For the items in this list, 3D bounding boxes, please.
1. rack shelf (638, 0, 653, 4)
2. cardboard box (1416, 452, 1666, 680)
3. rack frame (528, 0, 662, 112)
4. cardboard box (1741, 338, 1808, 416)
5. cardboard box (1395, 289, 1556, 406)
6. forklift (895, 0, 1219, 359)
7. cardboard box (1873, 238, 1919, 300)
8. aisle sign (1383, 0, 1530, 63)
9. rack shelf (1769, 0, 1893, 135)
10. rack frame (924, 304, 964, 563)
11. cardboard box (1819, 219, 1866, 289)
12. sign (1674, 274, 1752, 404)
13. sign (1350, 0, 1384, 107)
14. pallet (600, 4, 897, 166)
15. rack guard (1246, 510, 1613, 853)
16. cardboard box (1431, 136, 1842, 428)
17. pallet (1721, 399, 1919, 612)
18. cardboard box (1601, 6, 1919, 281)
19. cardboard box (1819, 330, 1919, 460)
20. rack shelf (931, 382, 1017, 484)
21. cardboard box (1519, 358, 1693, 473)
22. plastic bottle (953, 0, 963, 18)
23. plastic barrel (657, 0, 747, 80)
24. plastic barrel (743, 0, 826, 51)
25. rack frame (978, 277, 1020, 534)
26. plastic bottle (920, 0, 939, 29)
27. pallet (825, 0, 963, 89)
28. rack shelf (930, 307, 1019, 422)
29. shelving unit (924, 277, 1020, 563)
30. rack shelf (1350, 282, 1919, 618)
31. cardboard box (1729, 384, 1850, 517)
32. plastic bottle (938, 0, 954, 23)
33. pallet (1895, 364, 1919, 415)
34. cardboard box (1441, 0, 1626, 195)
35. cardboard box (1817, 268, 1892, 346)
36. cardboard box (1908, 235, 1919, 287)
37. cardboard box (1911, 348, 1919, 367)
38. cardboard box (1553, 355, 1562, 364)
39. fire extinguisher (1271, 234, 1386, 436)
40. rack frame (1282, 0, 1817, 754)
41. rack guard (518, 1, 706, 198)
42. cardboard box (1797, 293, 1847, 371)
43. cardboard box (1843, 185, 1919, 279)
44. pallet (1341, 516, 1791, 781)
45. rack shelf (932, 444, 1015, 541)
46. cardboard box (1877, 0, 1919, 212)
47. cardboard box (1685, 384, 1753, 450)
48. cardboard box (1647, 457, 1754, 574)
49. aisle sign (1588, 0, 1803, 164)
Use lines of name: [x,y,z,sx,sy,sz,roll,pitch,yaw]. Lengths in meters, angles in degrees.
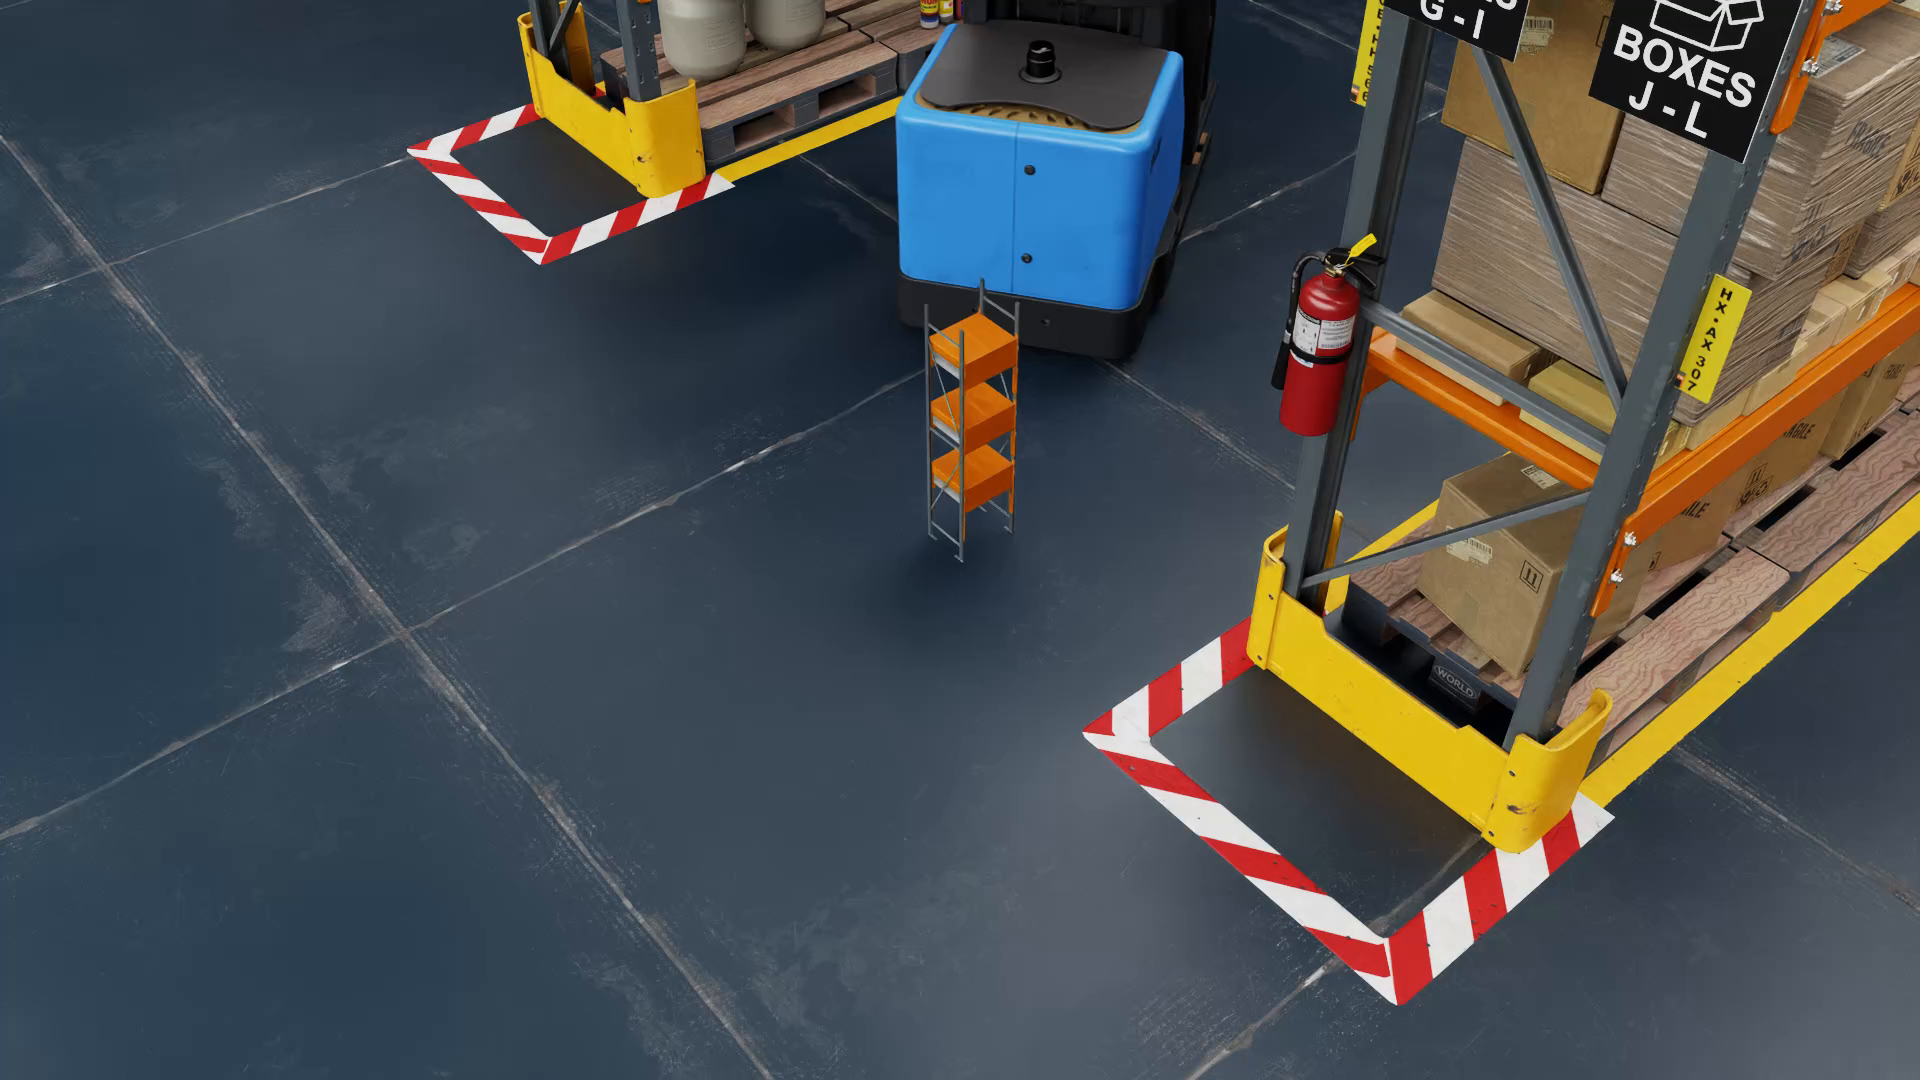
rack shelf: [-0.218,-3.660,8.481,4.000,0.370,1.077,-30,51,-28]
cardboard box: [1.916,0.050,5.525,0.500,0.500,0.500,-21,47,-21]
rack frame: [-1.752,-3.044,7.300,0.127,3.000,1.000,-30,51,-28]
cardboard box: [2.203,-0.553,4.831,0.250,0.149,0.380,-30,51,-28]
cardboard box: [1.512,-0.585,4.865,0.250,0.149,0.380,-30,51,-28]
forklift: [0.618,-2.848,7.142,1.130,2.935,3.031,11,44,11]
cardboard box: [2.752,-0.904,5.205,0.250,0.149,0.380,-30,51,-28]
aisle sign: [1.186,-1.521,3.779,0.004,0.787,0.394,-30,51,-28]
rack shelf: [2.960,-2.153,4.685,4.000,0.370,1.077,-30,51,-28]
rack frame: [-0.053,-0.353,5.859,0.008,1.050,0.200,-30,51,-28]
cardboard box: [2.172,-1.098,4.937,0.500,0.500,0.875,-30,51,-28]
sign: [1.774,-0.474,3.931,0.005,0.325,0.100,-30,51,-28]
sign: [1.085,-1.280,4.346,0.005,0.325,0.100,-30,51,-28]
pallet: [-1.097,-2.439,8.693,1.213,0.211,1.003,-30,51,-28]
rack guard: [1.484,0.435,5.422,0.348,0.500,1.175,-30,51,-28]
cardboard box: [1.865,-0.815,4.636,0.500,0.500,0.875,-30,51,-28]
pallet: [3.065,-0.331,6.448,1.213,0.211,1.003,-30,51,-28]
cardboard box: [2.023,-1.051,4.157,0.500,0.500,0.500,-30,51,-28]
cardboard box: [3.301,-0.718,6.342,0.500,0.500,0.500,34,53,31]
rack shelf: [0.041,-0.398,5.923,0.240,0.259,0.215,-30,51,-28]
cardboard box: [1.797,-0.351,4.617,0.250,0.149,0.380,-30,51,-28]
plastic bottle: [0.024,-2.937,8.848,0.133,0.283,0.061,-29,50,-27]
plastic barrel: [-1.296,-2.619,8.358,0.421,0.512,0.421,0,43,0]
plastic barrel: [-0.912,-2.839,8.593,0.421,0.512,0.421,0,43,0]
rack frame: [0.135,-0.460,5.973,0.008,1.050,0.200,-30,51,-28]
plastic bottle: [-0.161,-2.842,8.757,0.097,0.271,0.097,0,43,0]
pallet: [-0.162,-2.972,9.261,1.213,0.211,1.003,-30,51,-28]
rack shelf: [0.041,-0.605,5.729,0.240,0.259,0.215,-30,51,-28]
shelving unit: [0.041,-0.406,5.916,0.252,1.050,0.215,-30,51,-28]
rack shelf: [2.960,-1.059,5.712,4.000,0.370,1.077,-30,51,-28]
cardboard box: [2.844,-0.496,6.106,0.500,0.500,0.500,-25,49,-24]
plastic bottle: [-0.082,-2.862,8.829,0.097,0.201,0.097,0,43,0]
pallet: [4.001,-0.870,7.022,1.213,0.211,1.003,-30,51,-28]
cardboard box: [1.689,-1.324,4.448,0.500,0.500,0.500,-30,51,-28]
cardboard box: [2.578,-0.780,5.073,0.250,0.149,0.380,-30,51,-28]
cardboard box: [3.010,-0.959,5.264,0.250,0.149,0.380,-30,51,-28]
cardboard box: [3.727,-1.032,6.676,0.500,0.500,0.500,-15,45,-16]
cardboard box: [1.704,-0.694,4.982,0.250,0.149,0.380,-30,51,-28]
fire extinguisher: [1.042,-0.606,4.761,0.183,0.674,0.296,-30,51,-28]
rack frame: [1.426,-0.443,4.531,0.127,3.000,1.000,-30,51,-28]
rack guard: [-1.724,-2.191,8.217,0.348,0.500,1.175,-30,51,-28]
cardboard box: [2.381,-0.674,4.960,0.250,0.149,0.380,-30,51,-28]
cardboard box: [2.583,-1.294,5.147,0.500,0.500,0.875,-30,51,-28]
pallet: [2.130,0.202,5.881,1.213,0.211,1.003,-30,51,-28]
rack shelf: [0.041,-0.196,6.113,0.240,0.259,0.215,-30,51,-28]
cardboard box: [2.411,-1.267,4.387,0.500,0.500,0.500,-30,51,-28]
cardboard box: [2.001,-0.451,4.723,0.250,0.149,0.380,-30,51,-28]
cardboard box: [2.352,-0.231,5.824,0.500,0.500,0.500,-17,46,-18]
aisle sign: [1.571,-1.206,3.444,0.004,0.787,0.394,-30,51,-28]
